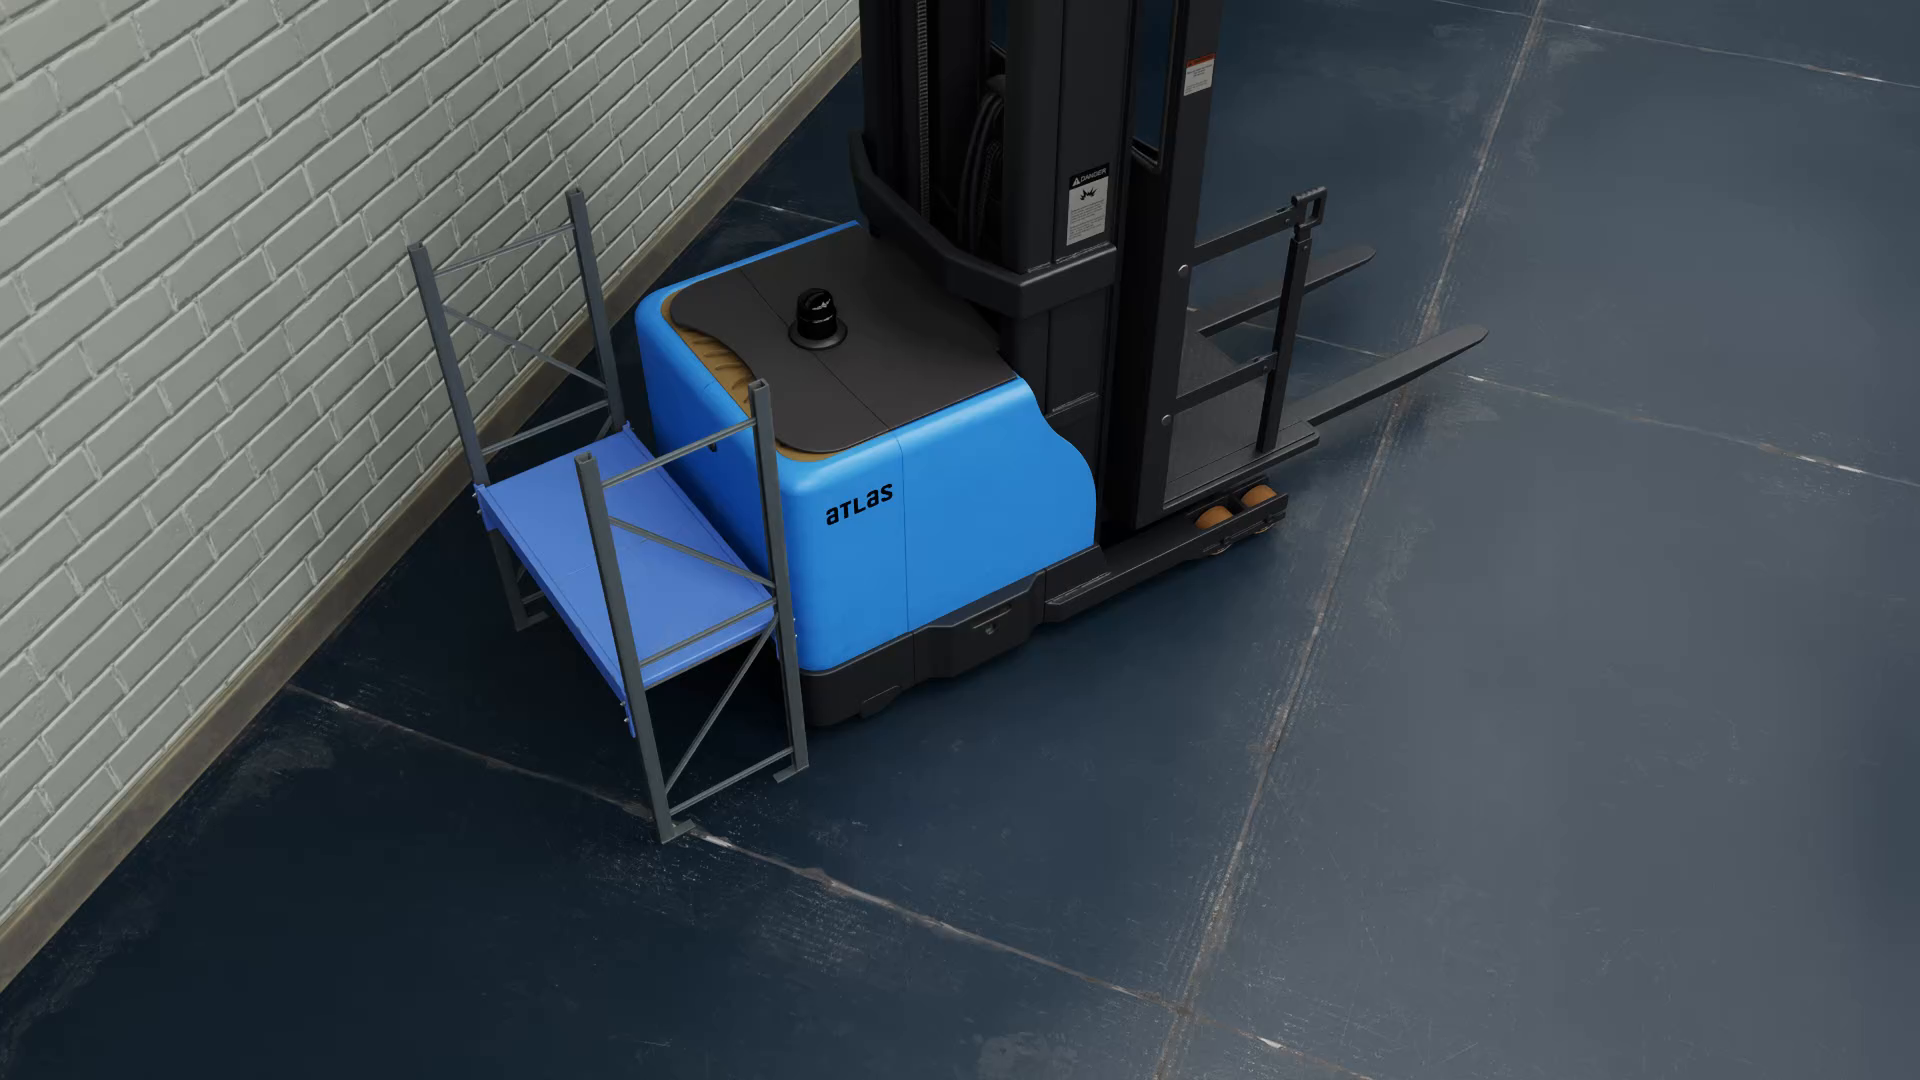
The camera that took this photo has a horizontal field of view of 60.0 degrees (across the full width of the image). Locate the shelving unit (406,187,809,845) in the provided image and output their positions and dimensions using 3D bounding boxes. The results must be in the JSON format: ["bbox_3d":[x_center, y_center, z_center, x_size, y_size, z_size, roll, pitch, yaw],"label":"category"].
[{"bbox_3d":[-0.963,-0.044,4.731,0.538,1.500,1.048,-26,50,-24],"label":"shelving unit"}]

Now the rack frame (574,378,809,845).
[{"bbox_3d":[-0.673,0.250,4.435,0.500,1.500,0.032,-26,50,-24],"label":"rack frame"}]

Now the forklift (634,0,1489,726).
[{"bbox_3d":[0.528,-1.279,4.958,3.031,2.935,1.130,-24,50,-23],"label":"forklift"}]

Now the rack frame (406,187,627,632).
[{"bbox_3d":[-1.253,-0.339,5.027,0.500,1.500,0.032,-26,50,-24],"label":"rack frame"}]

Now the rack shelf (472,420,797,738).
[{"bbox_3d":[-0.963,0.083,4.858,0.538,0.185,1.000,-26,50,-24],"label":"rack shelf"}]
